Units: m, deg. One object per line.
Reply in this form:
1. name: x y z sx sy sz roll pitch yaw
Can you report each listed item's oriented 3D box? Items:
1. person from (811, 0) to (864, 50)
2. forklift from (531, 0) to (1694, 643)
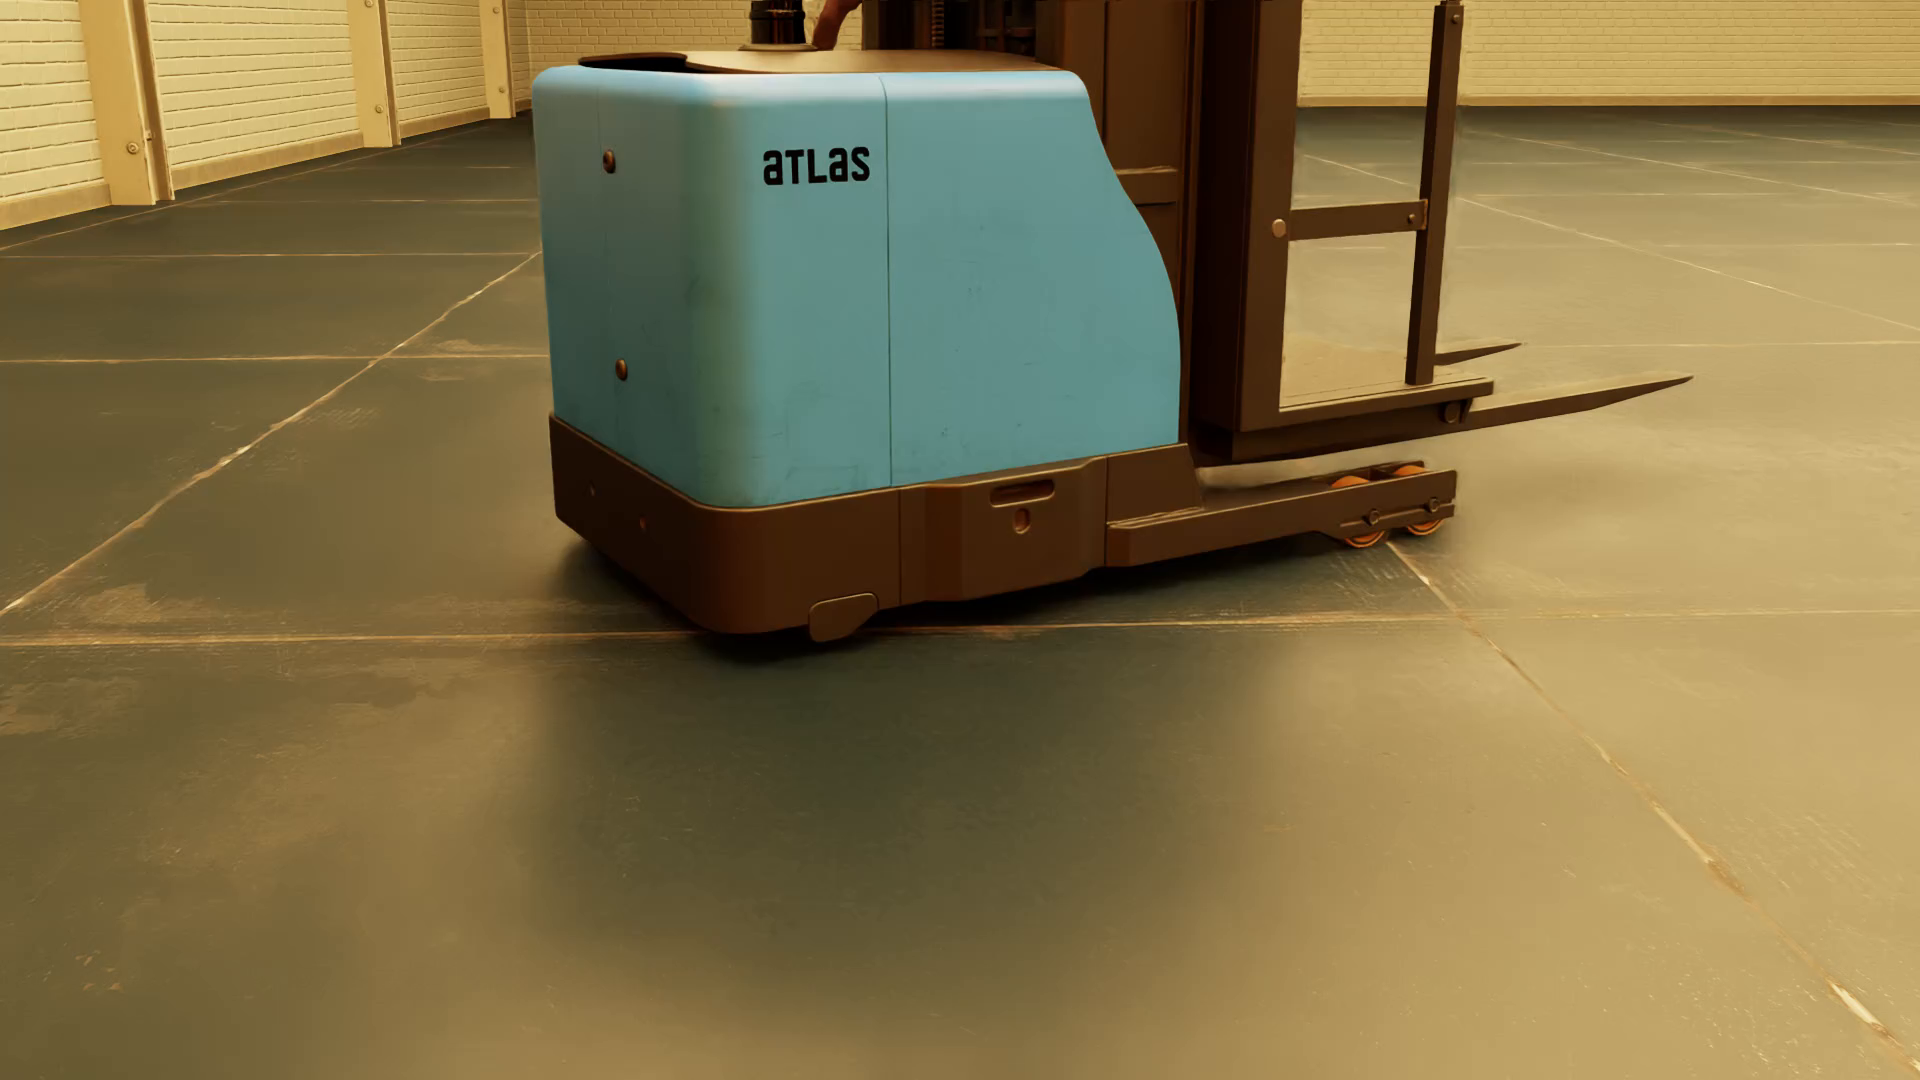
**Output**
1. person: -0.263 -2.033 7.562 0.826 1.760 0.598 -6 18 -19
2. forklift: 0.588 -1.505 3.826 3.031 2.935 1.130 -10 20 -29
